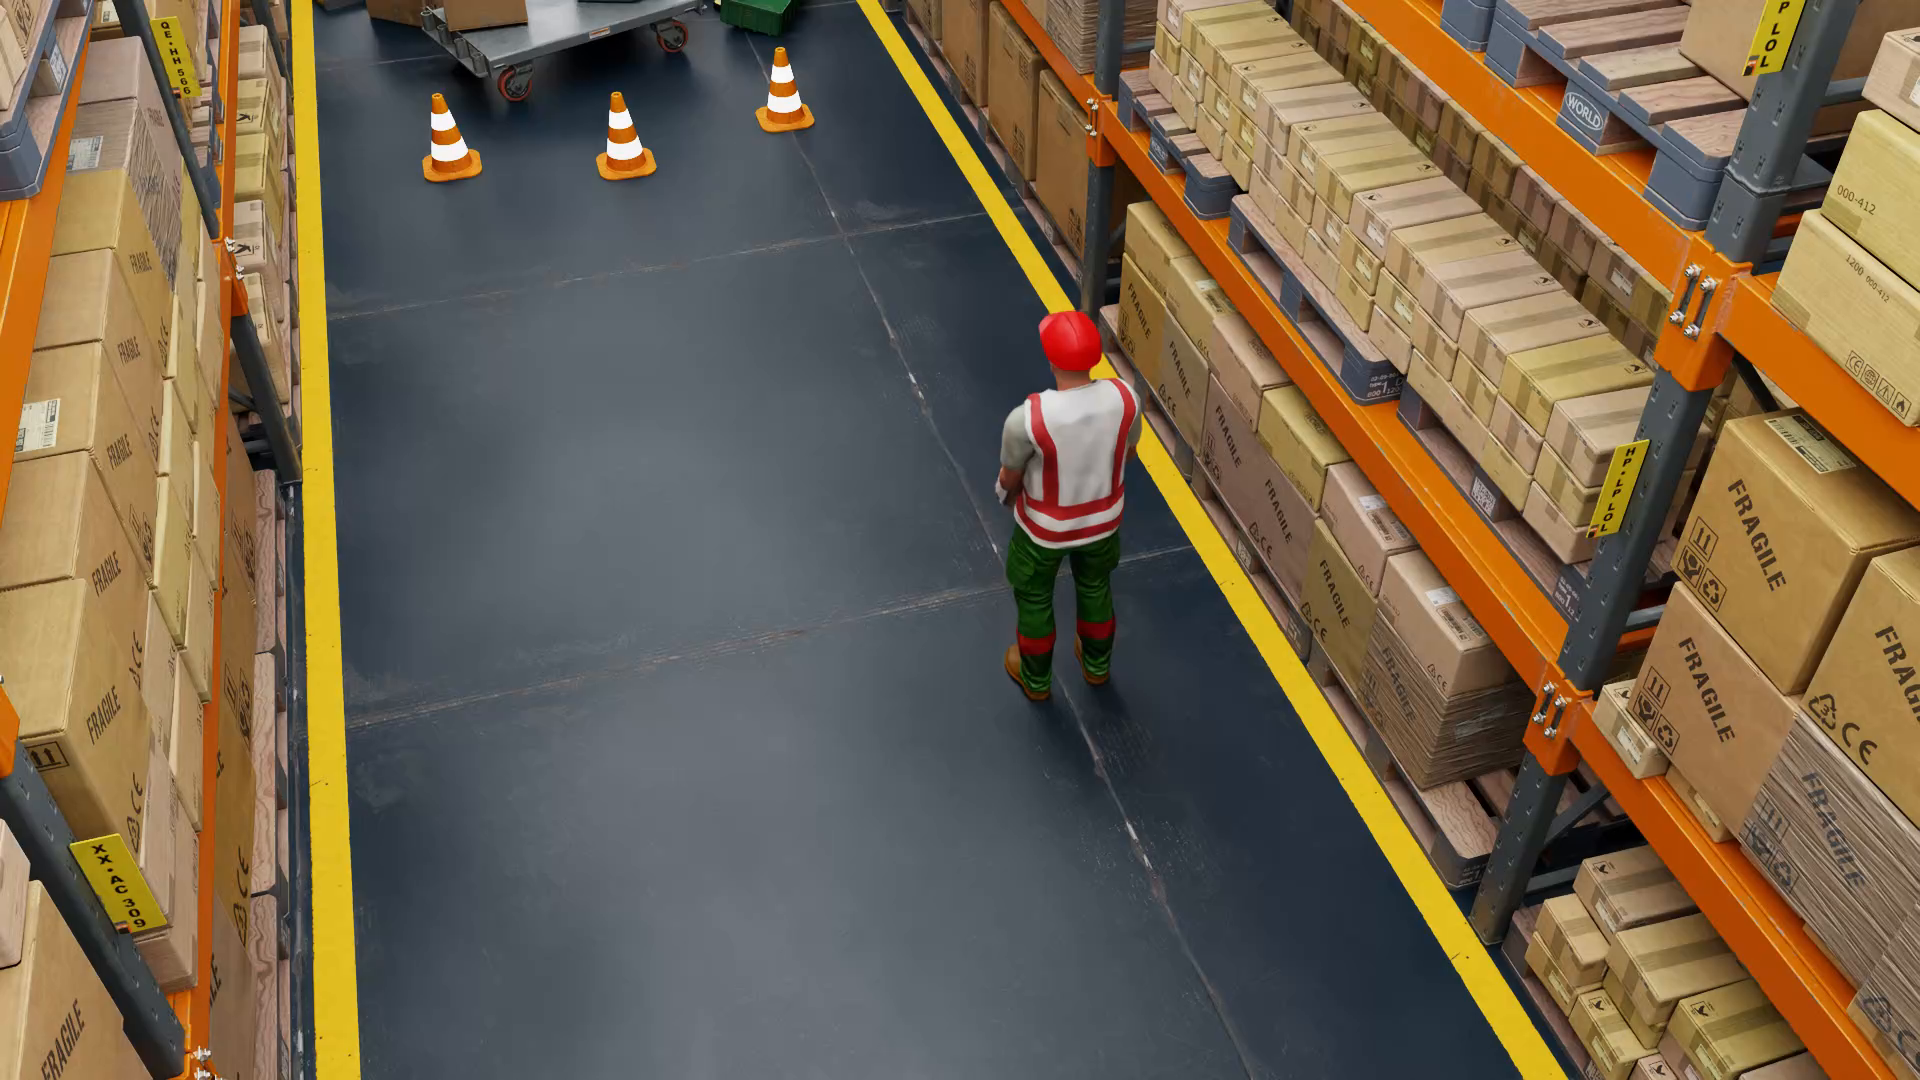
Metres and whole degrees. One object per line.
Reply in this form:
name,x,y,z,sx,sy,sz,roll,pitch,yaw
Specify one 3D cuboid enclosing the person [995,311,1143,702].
person,0.381,-0.123,6.276,0.533,1.793,0.474,-12,43,-13
